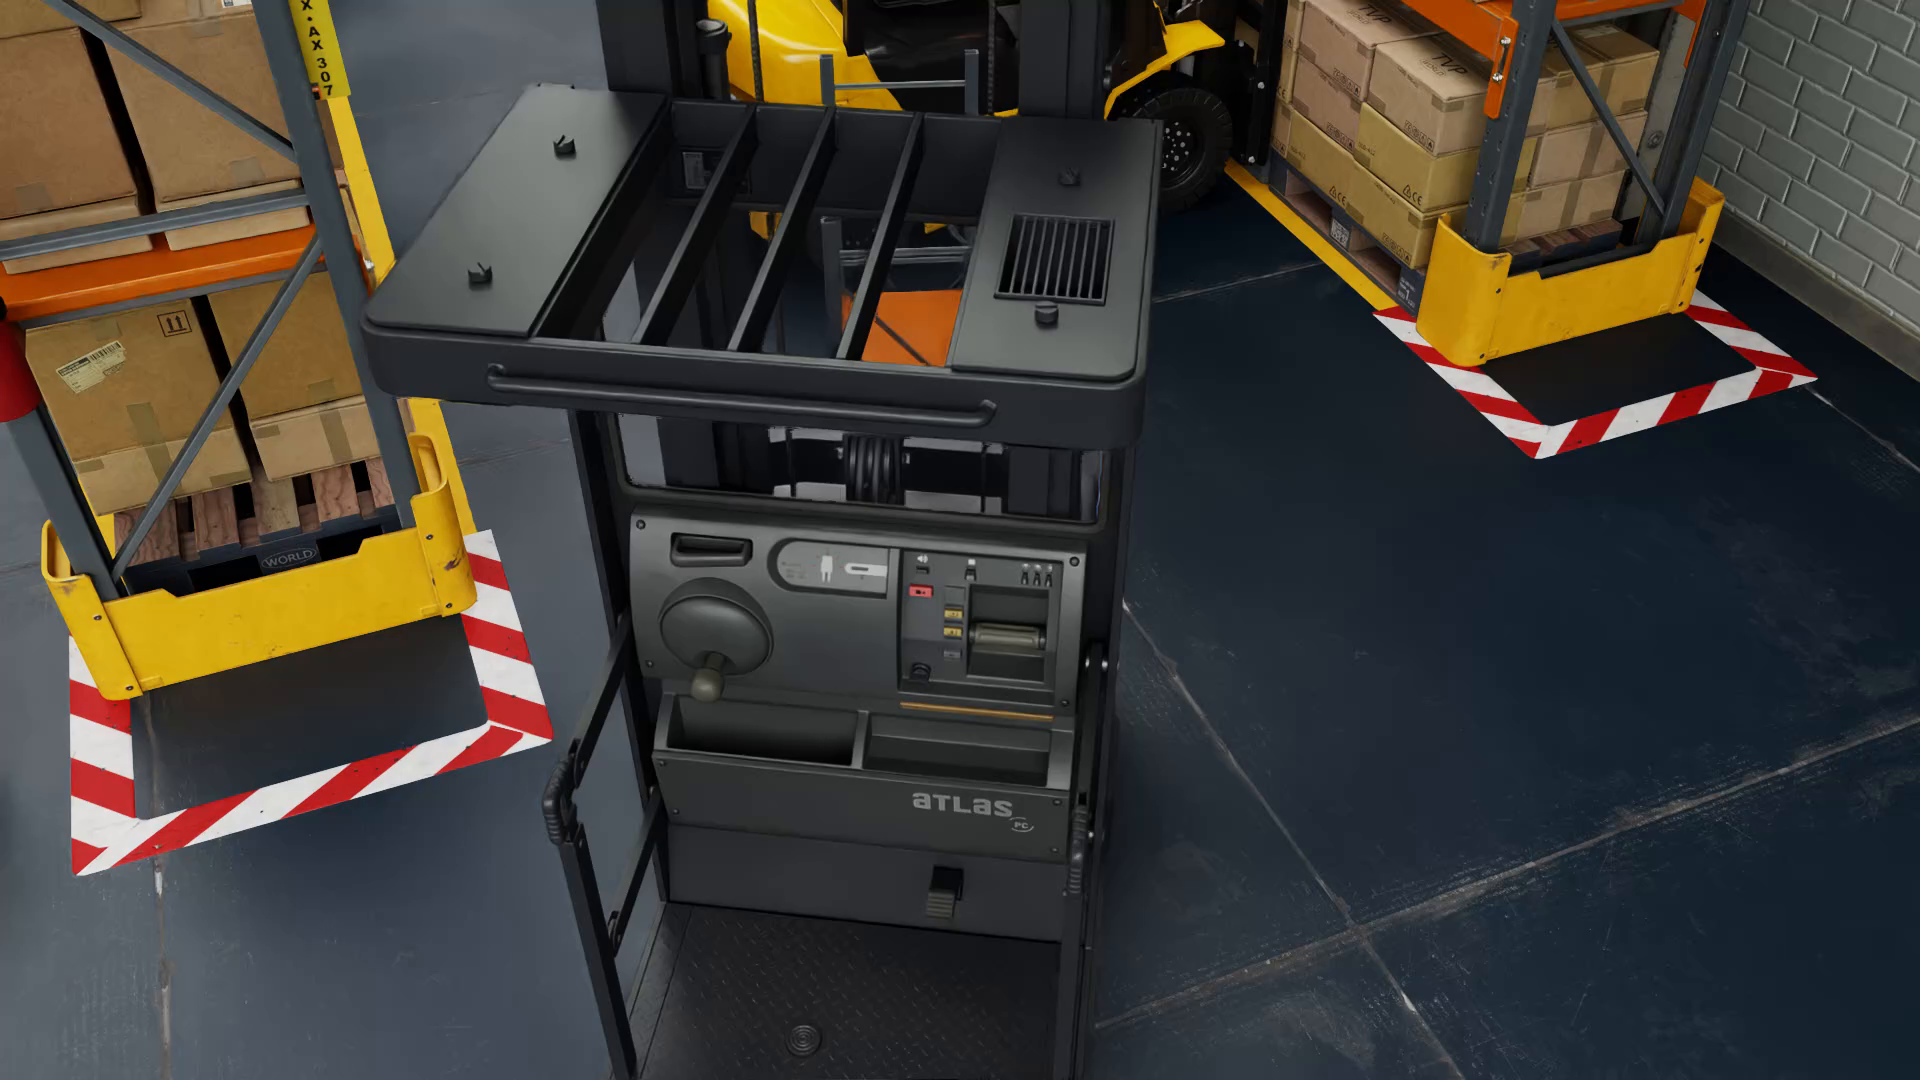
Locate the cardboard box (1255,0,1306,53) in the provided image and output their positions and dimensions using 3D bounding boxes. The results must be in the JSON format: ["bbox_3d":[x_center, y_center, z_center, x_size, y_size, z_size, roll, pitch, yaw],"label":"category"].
[{"bbox_3d":[1.556,-2.372,7.227,0.500,0.250,0.500,-15,43,-16],"label":"cardboard box"}]

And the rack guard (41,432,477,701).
[{"bbox_3d":[-2.190,0.074,5.281,1.175,0.500,0.348,-15,43,-17],"label":"rack guard"}]

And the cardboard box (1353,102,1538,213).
[{"bbox_3d":[1.949,-1.590,6.702,0.500,0.250,0.500,-16,43,-17],"label":"cardboard box"}]

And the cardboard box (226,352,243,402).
[{"bbox_3d":[-2.910,-0.679,6.025,0.500,0.250,0.500,-15,43,-17],"label":"cardboard box"}]

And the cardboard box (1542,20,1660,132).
[{"bbox_3d":[2.415,-1.901,6.680,0.500,0.250,0.500,-16,43,-18],"label":"cardboard box"}]

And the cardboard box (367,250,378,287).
[{"bbox_3d":[-2.402,-0.809,6.177,0.500,0.250,0.500,-14,43,-15],"label":"cardboard box"}]

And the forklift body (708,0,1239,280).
[{"bbox_3d":[0.012,-2.434,6.931,2.313,2.155,1.214,-15,43,-17],"label":"forklift body"}]

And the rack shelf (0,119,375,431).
[{"bbox_3d":[-2.926,-1.760,6.048,1.077,0.370,4.000,-15,43,-17],"label":"rack shelf"}]

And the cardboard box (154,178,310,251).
[{"bbox_3d":[-2.100,-0.989,4.792,0.380,0.149,0.250,-15,43,-17],"label":"cardboard box"}]

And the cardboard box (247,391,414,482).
[{"bbox_3d":[-2.214,-0.500,5.817,0.500,0.250,0.500,-15,43,-17],"label":"cardboard box"}]

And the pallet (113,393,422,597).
[{"bbox_3d":[-2.468,-0.315,5.954,1.003,0.211,1.213,-15,43,-17],"label":"pallet"}]

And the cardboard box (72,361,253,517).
[{"bbox_3d":[-2.728,-0.379,5.677,0.500,0.250,0.500,-15,43,-17],"label":"cardboard box"}]

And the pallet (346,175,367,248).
[{"bbox_3d":[-2.931,-1.049,6.808,1.003,0.211,1.213,-15,43,-17],"label":"pallet"}]

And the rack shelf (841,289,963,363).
[{"bbox_3d":[-0.156,-0.492,5.448,0.538,0.185,1.000,-3,41,-3],"label":"rack shelf"}]

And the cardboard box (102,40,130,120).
[{"bbox_3d":[-2.811,-1.540,4.935,0.500,0.500,0.500,-15,43,-17],"label":"cardboard box"}]

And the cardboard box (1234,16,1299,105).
[{"bbox_3d":[1.550,-2.201,7.412,0.500,0.250,0.500,-16,43,-18],"label":"cardboard box"}]

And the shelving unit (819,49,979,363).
[{"bbox_3d":[-0.157,-0.634,5.337,0.587,1.500,1.083,-3,41,-3],"label":"shelving unit"}]

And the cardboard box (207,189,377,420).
[{"bbox_3d":[-2.224,-0.798,5.589,0.500,0.500,0.500,-16,43,-18],"label":"cardboard box"}]

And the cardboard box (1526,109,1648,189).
[{"bbox_3d":[2.436,-1.710,6.841,0.500,0.250,0.500,-14,43,-16],"label":"cardboard box"}]

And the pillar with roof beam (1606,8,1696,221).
[{"bbox_3d":[-0.988,-3.914,3.399,9.100,9.000,0.400,-15,43,-17],"label":"pillar with roof beam"}]

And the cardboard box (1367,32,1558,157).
[{"bbox_3d":[1.959,-1.764,6.521,0.500,0.250,0.500,-14,43,-15],"label":"cardboard box"}]

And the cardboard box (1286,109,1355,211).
[{"bbox_3d":[1.770,-1.692,7.203,0.500,0.250,0.500,-15,43,-17],"label":"cardboard box"}]

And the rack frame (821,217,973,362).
[{"bbox_3d":[-0.121,-0.298,4.946,0.500,1.500,0.032,-3,41,-3],"label":"rack frame"}]

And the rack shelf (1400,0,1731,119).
[{"bbox_3d":[1.658,-3.001,7.491,1.077,0.370,4.000,-15,43,-17],"label":"rack shelf"}]

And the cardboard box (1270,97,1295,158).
[{"bbox_3d":[1.587,-1.995,7.556,0.500,0.250,0.500,-15,43,-16],"label":"cardboard box"}]

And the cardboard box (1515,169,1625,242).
[{"bbox_3d":[2.416,-1.530,7.015,0.500,0.250,0.500,-15,43,-17],"label":"cardboard box"}]

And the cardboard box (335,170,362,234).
[{"bbox_3d":[-2.428,-1.112,5.954,0.500,0.500,0.500,-17,43,-18],"label":"cardboard box"}]

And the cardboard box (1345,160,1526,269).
[{"bbox_3d":[1.952,-1.390,6.852,0.500,0.250,0.500,-15,43,-17],"label":"cardboard box"}]

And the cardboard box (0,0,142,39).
[{"bbox_3d":[-2.558,-1.611,4.251,0.700,0.500,0.500,-16,43,-18],"label":"cardboard box"}]

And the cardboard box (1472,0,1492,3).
[{"bbox_3d":[1.993,-2.338,6.091,0.500,0.500,0.500,-16,43,-18],"label":"cardboard box"}]

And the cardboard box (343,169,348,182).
[{"bbox_3d":[-2.612,-1.416,6.308,0.500,0.500,0.500,-14,43,-16],"label":"cardboard box"}]

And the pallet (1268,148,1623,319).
[{"bbox_3d":[2.092,-1.462,7.288,1.003,0.211,1.213,-15,43,-17],"label":"pallet"}]

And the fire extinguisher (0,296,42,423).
[{"bbox_3d":[-2.543,-0.615,4.224,0.296,0.674,0.183,-15,43,-17],"label":"fire extinguisher"}]

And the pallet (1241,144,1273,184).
[{"bbox_3d":[1.629,-2.195,8.141,1.003,0.211,1.213,-15,43,-17],"label":"pallet"}]

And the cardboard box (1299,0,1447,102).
[{"bbox_3d":[1.758,-2.070,6.877,0.500,0.250,0.500,-14,43,-16],"label":"cardboard box"}]

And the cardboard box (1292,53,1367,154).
[{"bbox_3d":[1.767,-1.895,7.056,0.500,0.250,0.500,-16,43,-17],"label":"cardboard box"}]

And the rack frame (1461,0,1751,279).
[{"bbox_3d":[2.424,-2.069,5.855,1.000,3.000,0.127,-15,43,-17],"label":"rack frame"}]

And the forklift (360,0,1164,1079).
[{"bbox_3d":[-0.238,0.233,3.231,1.130,2.935,3.031,5,41,6],"label":"forklift"}]

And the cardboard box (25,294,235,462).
[{"bbox_3d":[-2.708,-0.647,5.413,0.500,0.500,0.500,-15,43,-17],"label":"cardboard box"}]

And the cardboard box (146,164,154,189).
[{"bbox_3d":[-2.210,-1.138,4.965,0.380,0.149,0.250,-14,43,-16],"label":"cardboard box"}]

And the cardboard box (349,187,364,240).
[{"bbox_3d":[-2.623,-1.135,6.556,0.500,0.250,0.500,-12,42,-14],"label":"cardboard box"}]

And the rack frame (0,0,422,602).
[{"bbox_3d":[-2.161,-0.828,4.412,1.000,3.000,0.127,-15,43,-17],"label":"rack frame"}]

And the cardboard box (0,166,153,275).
[{"bbox_3d":[-2.502,-0.905,4.694,0.380,0.149,0.250,-14,43,-15],"label":"cardboard box"}]

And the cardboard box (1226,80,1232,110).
[{"bbox_3d":[1.368,-2.302,7.914,0.500,0.250,0.500,-14,43,-16],"label":"cardboard box"}]

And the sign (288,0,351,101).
[{"bbox_3d":[-1.660,-1.292,4.288,0.100,0.325,0.005,-15,43,-17],"label":"sign"}]

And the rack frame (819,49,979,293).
[{"bbox_3d":[-0.192,-0.959,5.715,0.500,1.500,0.032,-3,41,-3],"label":"rack frame"}]

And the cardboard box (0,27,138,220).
[{"bbox_3d":[-2.623,-1.237,4.583,0.500,0.500,0.500,-16,43,-18],"label":"cardboard box"}]

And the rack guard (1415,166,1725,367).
[{"bbox_3d":[2.433,-1.106,6.653,1.175,0.500,0.348,-15,43,-17],"label":"rack guard"}]

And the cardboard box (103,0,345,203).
[{"bbox_3d":[-2.086,-1.333,4.695,0.500,0.500,0.500,-16,43,-18],"label":"cardboard box"}]
